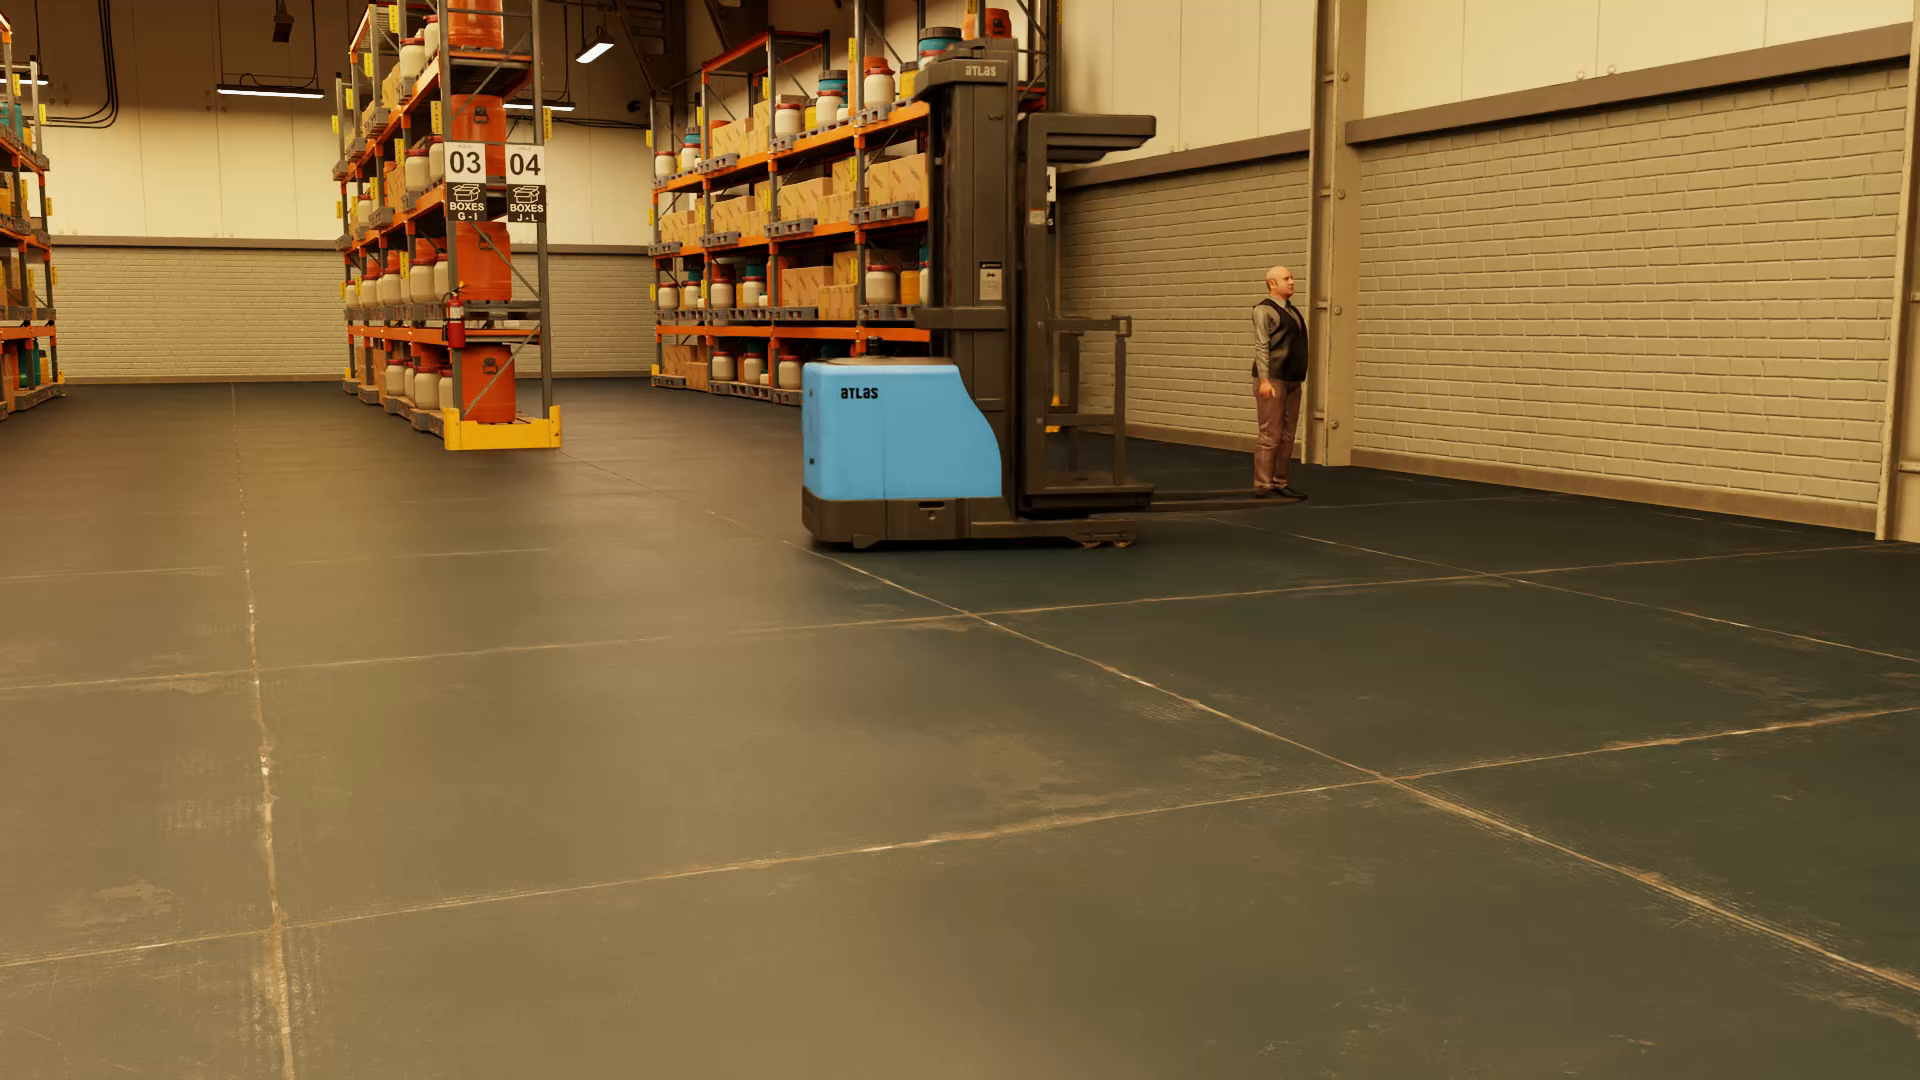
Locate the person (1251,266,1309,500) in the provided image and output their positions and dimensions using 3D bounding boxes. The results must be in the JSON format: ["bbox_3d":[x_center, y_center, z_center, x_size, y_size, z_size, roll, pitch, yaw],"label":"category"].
[{"bbox_3d":[2.357,-1.138,12.203,0.375,1.724,0.525,6,9,37],"label":"person"}]

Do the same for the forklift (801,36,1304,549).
[{"bbox_3d":[0.578,-1.475,10.130,3.031,2.935,1.130,-2,8,-12],"label":"forklift"}]
